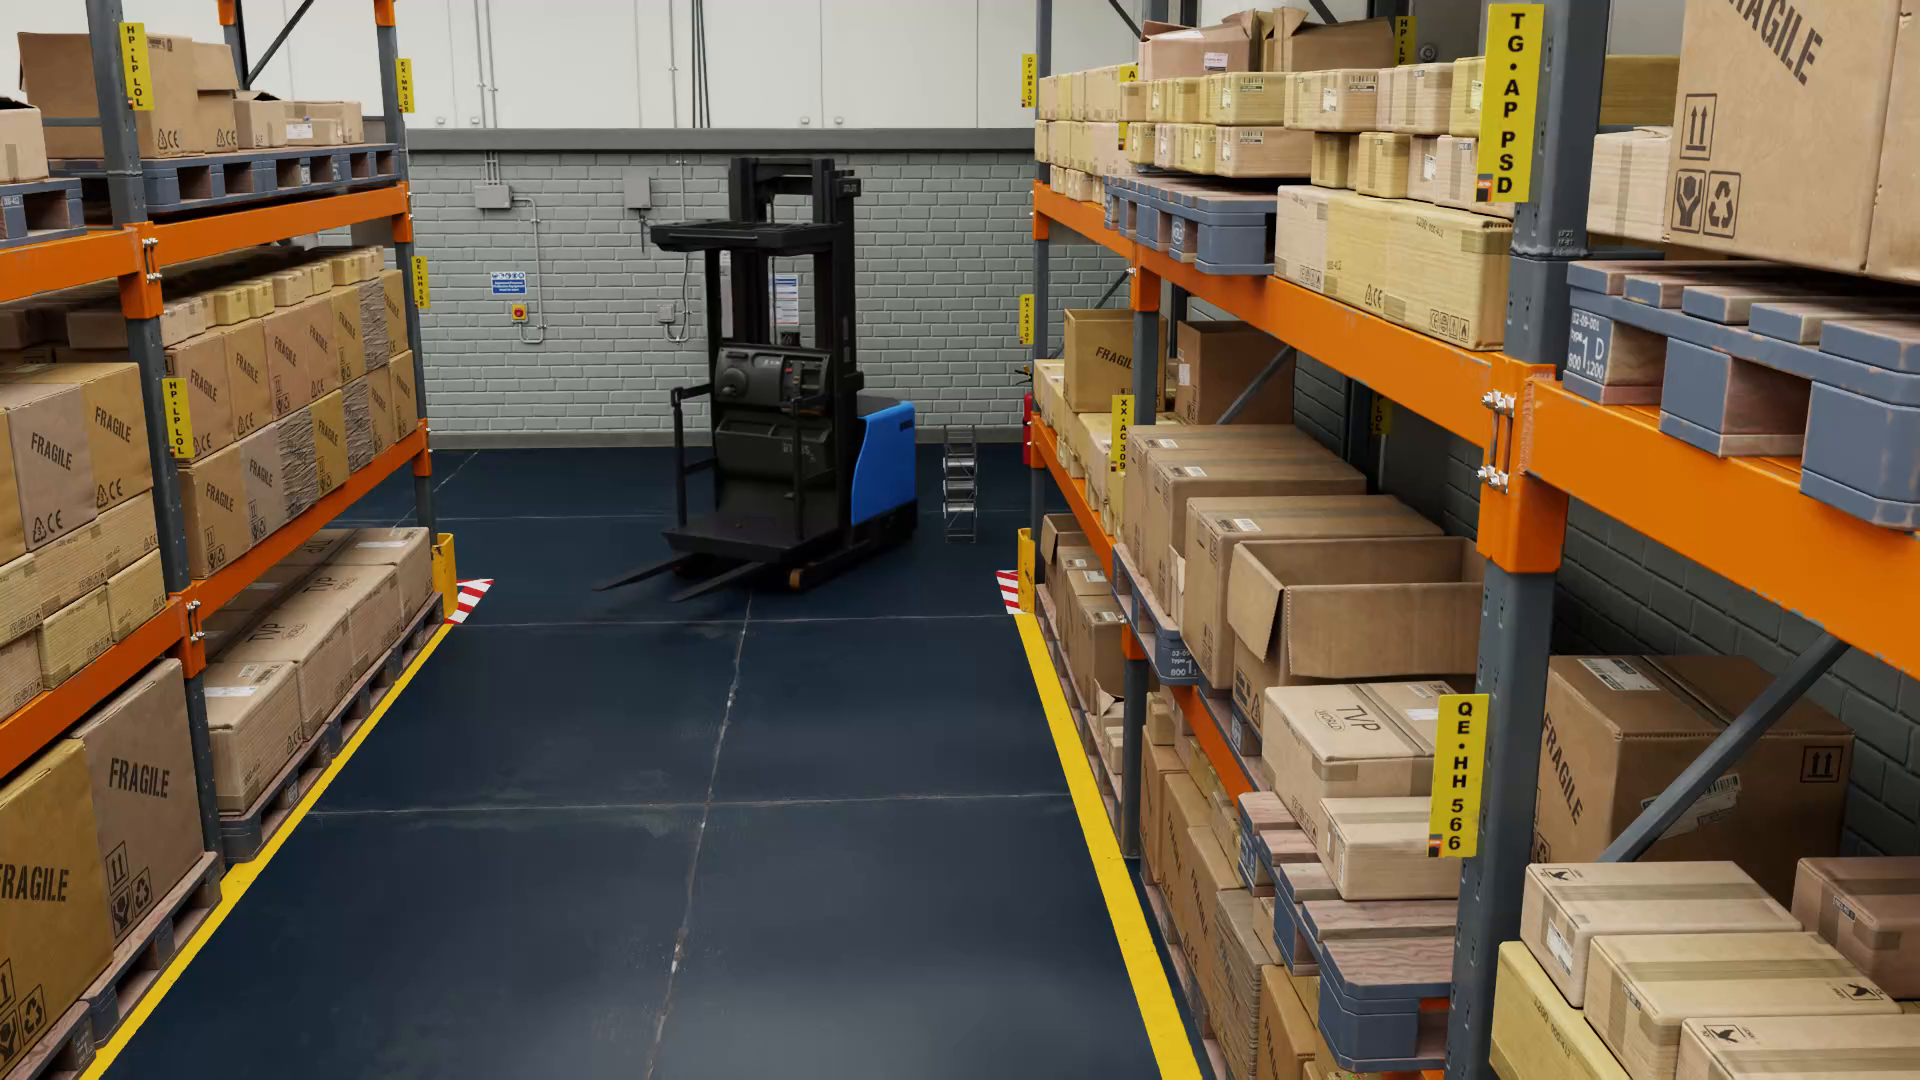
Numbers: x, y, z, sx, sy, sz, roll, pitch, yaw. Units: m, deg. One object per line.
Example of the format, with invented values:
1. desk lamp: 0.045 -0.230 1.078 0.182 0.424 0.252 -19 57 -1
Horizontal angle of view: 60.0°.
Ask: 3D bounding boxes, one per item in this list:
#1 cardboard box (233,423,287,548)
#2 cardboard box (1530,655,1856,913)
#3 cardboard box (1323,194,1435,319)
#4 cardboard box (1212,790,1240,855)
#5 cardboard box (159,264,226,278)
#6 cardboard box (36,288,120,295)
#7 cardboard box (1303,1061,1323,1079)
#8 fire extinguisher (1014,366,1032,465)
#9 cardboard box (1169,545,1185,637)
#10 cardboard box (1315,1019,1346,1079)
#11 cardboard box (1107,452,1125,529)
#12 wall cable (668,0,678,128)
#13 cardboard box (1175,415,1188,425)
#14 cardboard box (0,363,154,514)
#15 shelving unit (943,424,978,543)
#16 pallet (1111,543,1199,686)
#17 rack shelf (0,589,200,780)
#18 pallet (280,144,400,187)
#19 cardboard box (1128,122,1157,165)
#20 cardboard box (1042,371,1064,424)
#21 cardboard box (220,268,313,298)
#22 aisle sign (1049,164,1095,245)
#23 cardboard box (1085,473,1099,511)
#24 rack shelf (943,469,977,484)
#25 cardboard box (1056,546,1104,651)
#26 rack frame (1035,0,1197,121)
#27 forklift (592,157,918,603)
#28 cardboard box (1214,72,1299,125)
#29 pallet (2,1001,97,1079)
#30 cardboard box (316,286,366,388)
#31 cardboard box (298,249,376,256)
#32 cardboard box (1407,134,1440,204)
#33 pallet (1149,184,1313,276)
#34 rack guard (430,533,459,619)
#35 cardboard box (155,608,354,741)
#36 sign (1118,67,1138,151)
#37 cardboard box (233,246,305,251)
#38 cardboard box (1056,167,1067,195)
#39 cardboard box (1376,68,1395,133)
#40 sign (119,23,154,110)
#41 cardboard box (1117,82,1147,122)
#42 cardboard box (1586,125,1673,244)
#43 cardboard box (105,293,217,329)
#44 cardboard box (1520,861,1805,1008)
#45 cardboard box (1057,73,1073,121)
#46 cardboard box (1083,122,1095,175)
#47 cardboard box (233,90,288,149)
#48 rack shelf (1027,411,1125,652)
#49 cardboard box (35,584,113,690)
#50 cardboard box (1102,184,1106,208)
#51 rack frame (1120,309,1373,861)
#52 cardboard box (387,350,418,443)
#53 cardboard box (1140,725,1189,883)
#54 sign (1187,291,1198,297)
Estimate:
1. cardboard box: -3.519 -0.256 7.801 0.500 0.500 0.500 -1 14 -3
2. cardboard box: 1.601 0.573 3.735 0.500 0.500 0.500 0 14 -1
3. cardboard box: 1.171 -0.673 3.905 0.500 0.250 0.500 -1 14 -3
4. cardboard box: 1.117 1.009 5.956 0.380 0.149 0.250 -1 14 -4
5. cardboard box: -4.161 -1.388 8.891 0.380 0.149 0.250 -1 14 -3
6. cardboard box: -4.008 -1.072 7.665 0.380 0.149 0.250 -1 14 -4
7. cardboard box: 1.216 1.736 4.432 0.500 0.500 0.500 -1 14 -4
8. fire extinguisher: 0.511 -0.845 11.196 0.296 0.674 0.183 -1 14 -3
9. cardboard box: 0.933 0.174 5.757 0.396 0.266 0.258 0 14 -1
10. cardboard box: 1.174 1.396 4.452 0.380 0.149 0.250 -1 14 -5
11. cardboard box: 0.955 -0.233 7.618 0.500 0.250 0.500 -1 14 -2
12. wall cable: -3.855 -5.283 15.500 2.355 3.000 0.029 -1 14 -3
13. cardboard box: 1.400 -0.491 8.619 0.500 0.250 0.500 -1 14 -2
14. cardboard box: -3.446 -0.387 6.304 0.500 0.500 0.500 0 14 -2
15. shelving unit: -0.001 -0.438 12.922 0.258 0.900 0.210 -1 14 -3
16. pallet: 1.170 0.254 6.404 1.003 0.211 1.213 -1 14 -3
17. rack shelf: -3.601 0.884 5.014 1.077 0.370 4.000 -1 14 -3
18. pallet: -3.916 -2.182 9.645 1.003 0.211 1.213 -1 14 -3
19. cardboard box: 0.832 -1.477 6.187 0.380 0.149 0.250 -1 14 -3
20. cardboard box: 0.772 -0.863 10.065 0.500 0.250 0.500 -1 14 -3
21. cardboard box: -3.619 -1.335 8.686 0.380 0.149 0.250 0 14 -2
22. aisle sign: 0.684 -2.305 10.750 0.394 0.787 0.004 -1 14 -3
23. cardboard box: 0.847 -0.250 8.484 0.380 0.149 0.250 -1 14 -4
24. rack shelf: -0.001 -0.493 12.908 0.258 0.077 0.200 -1 14 -3
25. cardboard box: 0.939 0.340 9.859 0.700 0.500 0.500 0 14 -1
26. rack frame: 0.982 -3.939 10.278 1.000 3.000 0.127 -1 14 -3
27. forklift: -1.442 -1.183 11.744 1.130 2.935 3.031 7 16 26
28. cardboard box: 0.964 -1.303 4.914 0.380 0.149 0.250 -1 14 -3
29. pallet: -3.523 1.884 5.281 1.003 0.211 1.213 -1 14 -3
30. cardboard box: -3.616 -1.120 9.153 0.500 0.500 0.500 -1 14 -4
31. cardboard box: -3.710 -1.654 9.927 0.380 0.149 0.250 -1 14 -2
32. cardboard box: 1.228 -0.832 3.723 0.380 0.149 0.250 -1 14 -2
33. pallet: 1.267 -0.980 5.172 1.213 0.211 1.003 -1 14 -3
34. rack guard: -3.974 0.248 11.058 1.175 0.500 0.348 -1 14 -3
35. cardboard box: -3.712 0.695 8.603 0.875 0.438 0.875 -1 14 -5
36. sign: 0.688 -1.732 6.681 0.100 0.325 0.005 -1 14 -3
37. cardboard box: -4.227 -1.711 10.146 0.380 0.149 0.250 -1 14 -2
38. cardboard box: 0.747 -2.025 9.360 0.380 0.149 0.250 -1 14 -4
39. cardboard box: 1.209 -1.039 3.928 0.380 0.149 0.250 -1 14 -4
40. sign: -3.183 -1.828 6.422 0.100 0.325 0.005 -1 14 -3
41. cardboard box: 0.810 -1.685 6.399 0.380 0.149 0.250 0 14 -2
42. cardboard box: 1.196 -0.544 2.528 0.380 0.166 0.250 -1 14 -4
43. cardboard box: -3.575 -1.017 7.452 0.380 0.149 0.250 -1 14 -4
44. cardboard box: 1.203 0.677 2.873 0.380 0.149 0.250 0 14 -2
45. cardboard box: 0.816 -2.434 9.149 0.500 0.250 0.500 -1 14 -4
46. cardboard box: 0.887 -1.936 8.216 0.500 0.250 0.500 -1 14 -2
47. cardboard box: -3.929 -2.245 8.846 0.500 0.311 0.500 -1 14 -2
48. rack shelf: 1.106 -0.188 9.182 1.077 0.370 4.000 -1 14 -3
49. cardboard box: -3.415 0.345 5.965 0.500 0.250 0.500 -1 14 -4
50. cardboard box: 0.882 -1.644 7.881 0.380 0.149 0.250 -1 14 -4
51. rack frame: 1.229 -0.039 7.159 1.000 3.000 0.127 -1 14 -3
52. cardboard box: -3.678 -0.889 10.261 0.500 0.500 0.500 -1 14 -3
53. cardboard box: 1.035 1.092 6.937 0.500 0.500 0.500 0 14 -1
54. sign: 1.537 -1.751 10.855 0.100 0.325 0.005 -1 14 -3
